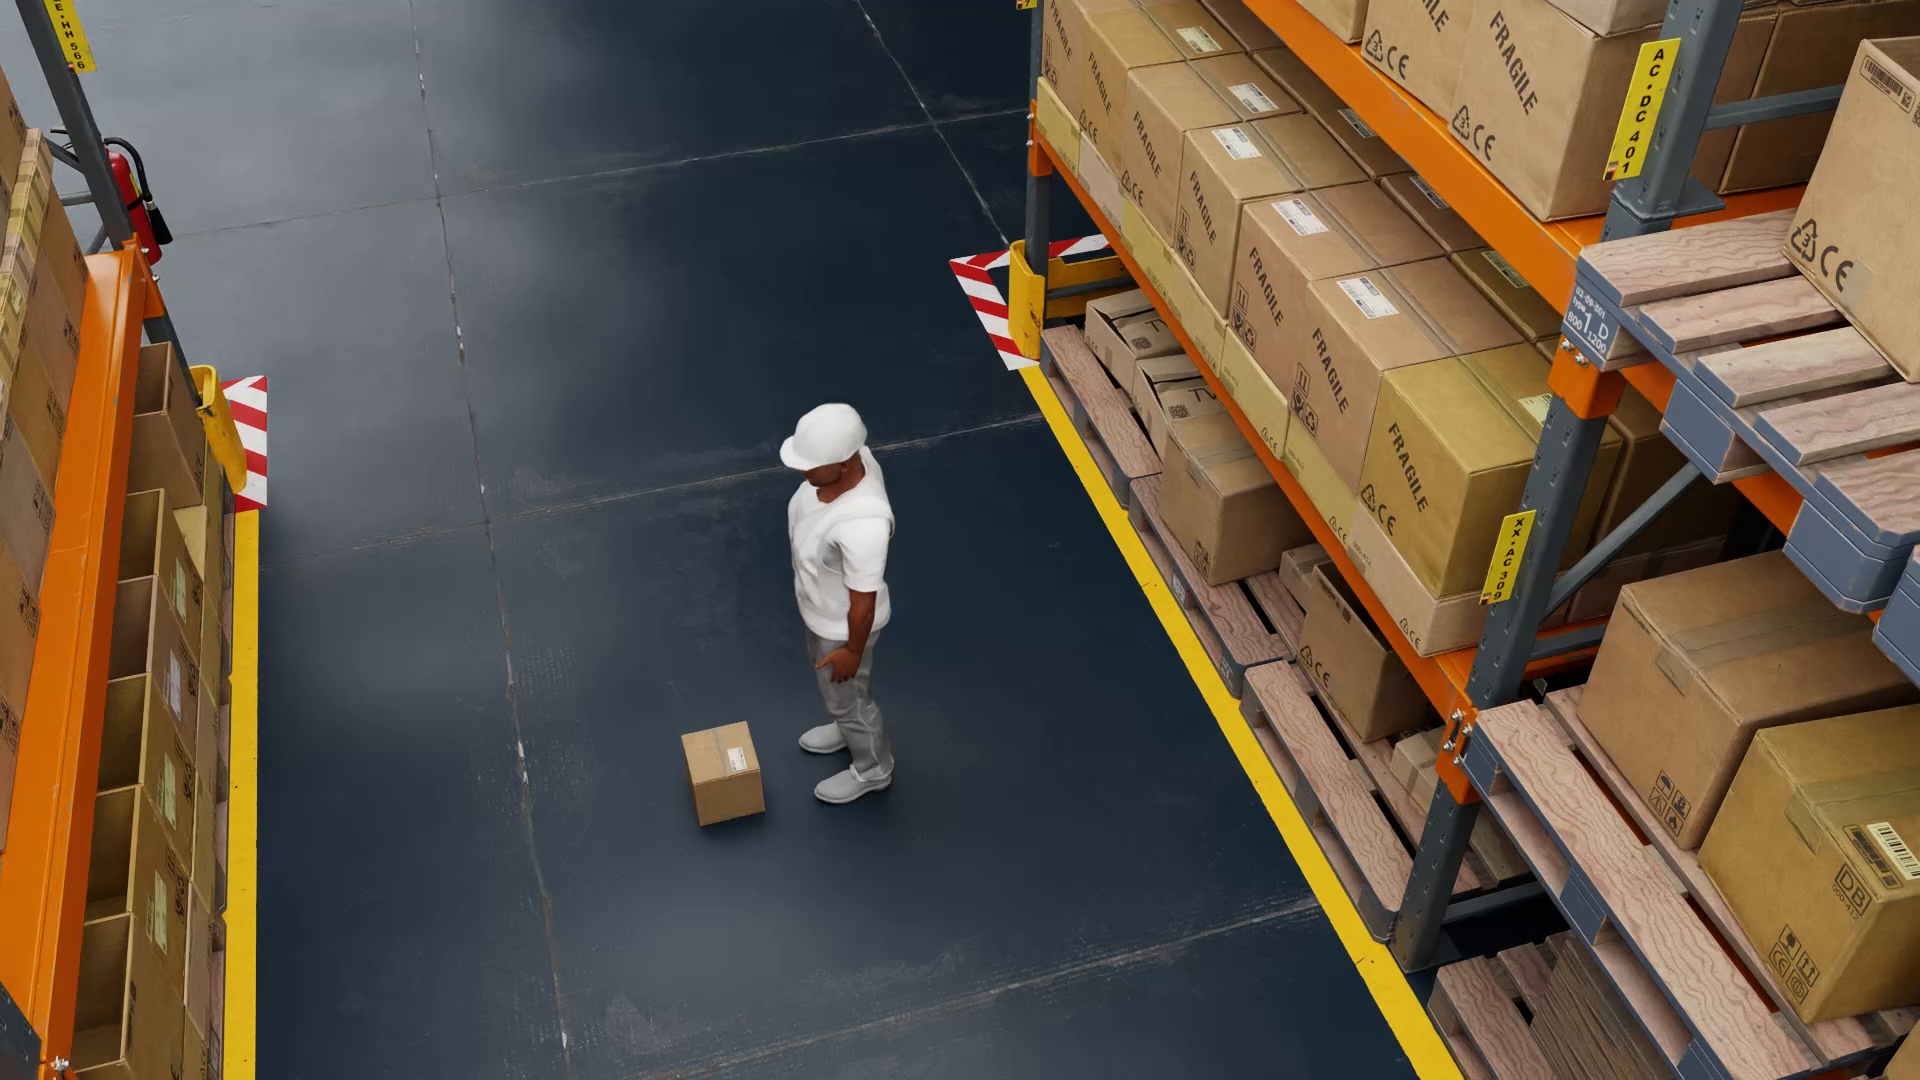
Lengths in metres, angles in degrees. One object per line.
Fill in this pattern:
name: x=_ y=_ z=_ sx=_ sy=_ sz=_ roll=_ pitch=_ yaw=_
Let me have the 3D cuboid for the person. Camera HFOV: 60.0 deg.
person: x=-0.416 y=0.231 z=5.887 sx=0.362 sy=1.761 sz=0.566 roll=-11 pitch=43 yaw=-12
